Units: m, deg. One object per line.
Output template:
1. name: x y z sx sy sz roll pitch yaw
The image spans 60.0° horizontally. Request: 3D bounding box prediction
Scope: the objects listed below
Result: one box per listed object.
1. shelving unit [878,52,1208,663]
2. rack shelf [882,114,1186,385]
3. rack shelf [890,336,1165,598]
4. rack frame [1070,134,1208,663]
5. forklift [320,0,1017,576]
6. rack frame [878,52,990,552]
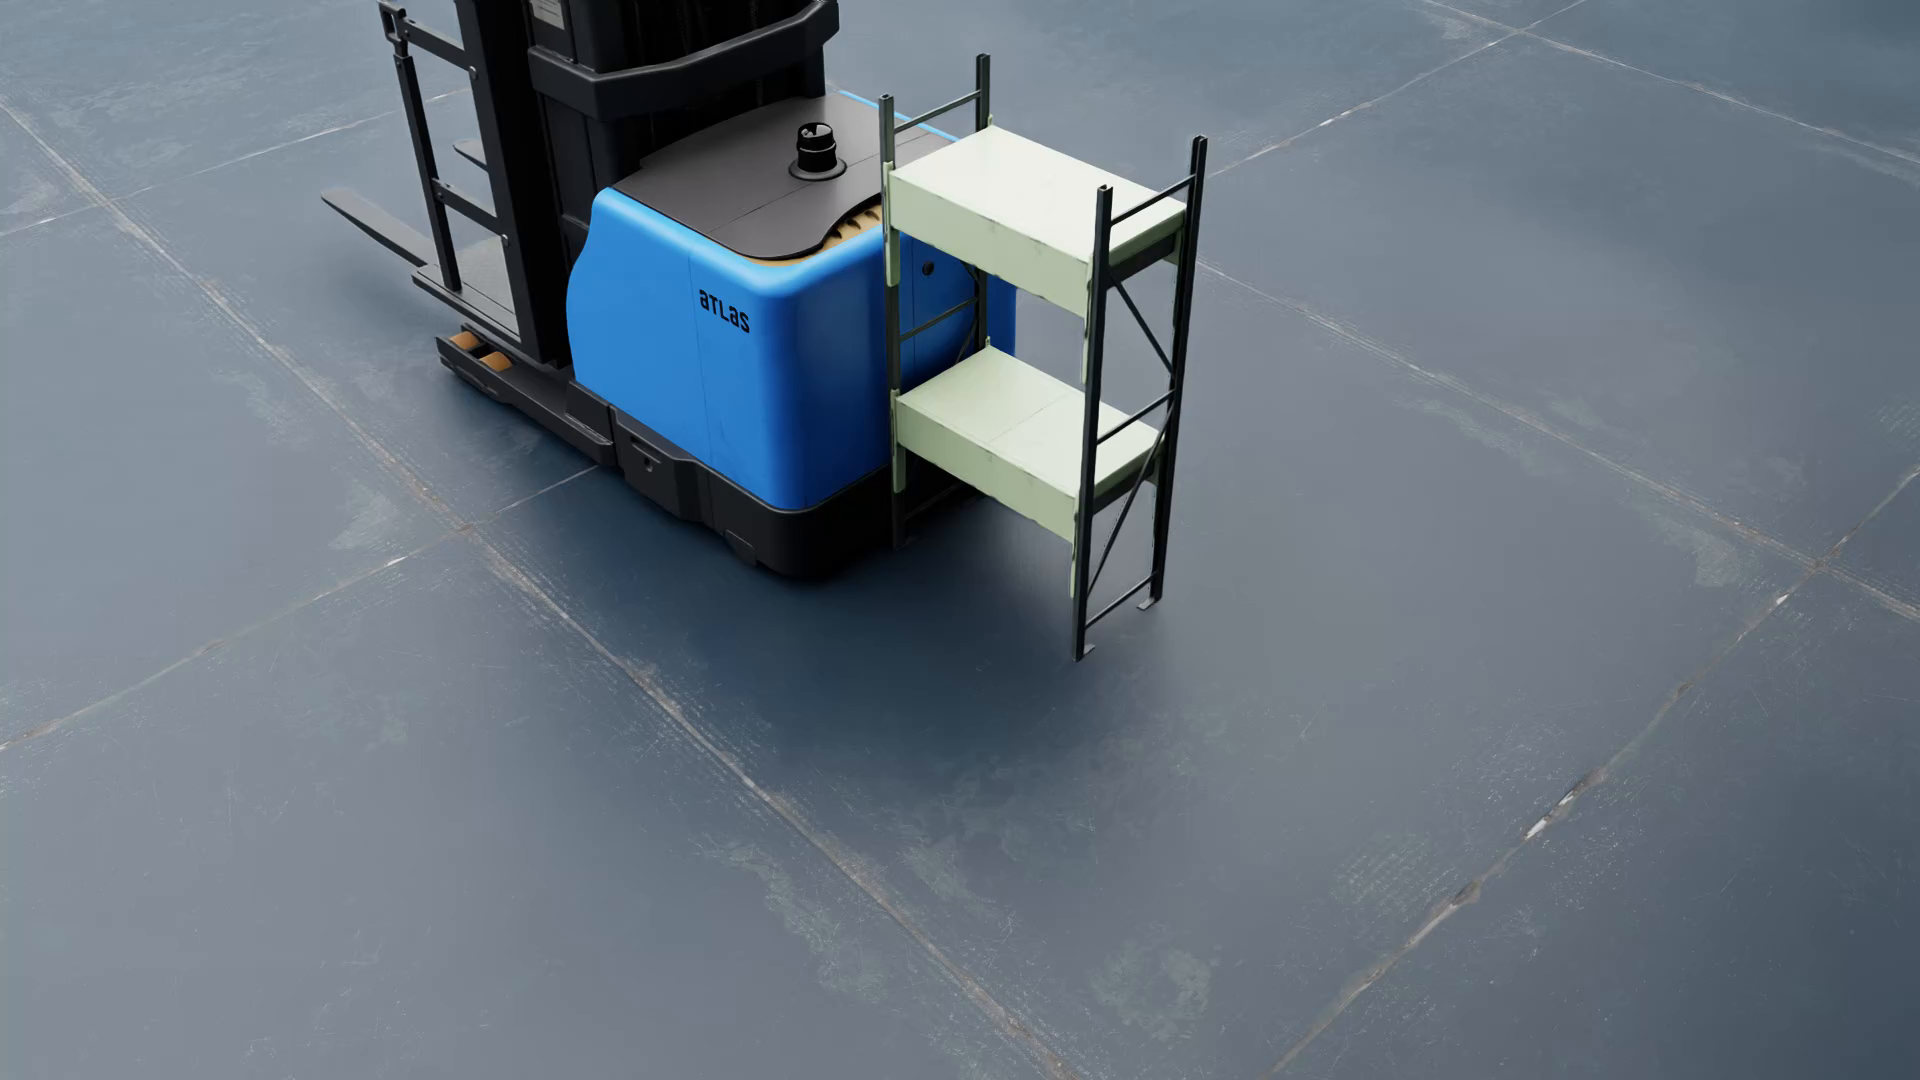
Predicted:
1. shelving unit: 0.200 -0.482 4.653 0.755 1.500 0.431 31 48 33
2. rack shelf: 0.200 -0.785 4.407 0.720 0.370 0.431 31 48 33
3. rack shelf: 0.200 -0.228 4.857 0.720 0.370 0.431 31 48 33
4. rack frame: 0.465 -0.323 4.456 0.023 1.500 0.400 31 48 33
5. forklift: -1.220 -1.843 5.200 3.031 2.935 1.130 31 48 33
6. rack frame: -0.064 -0.641 4.849 0.023 1.500 0.400 31 48 33
